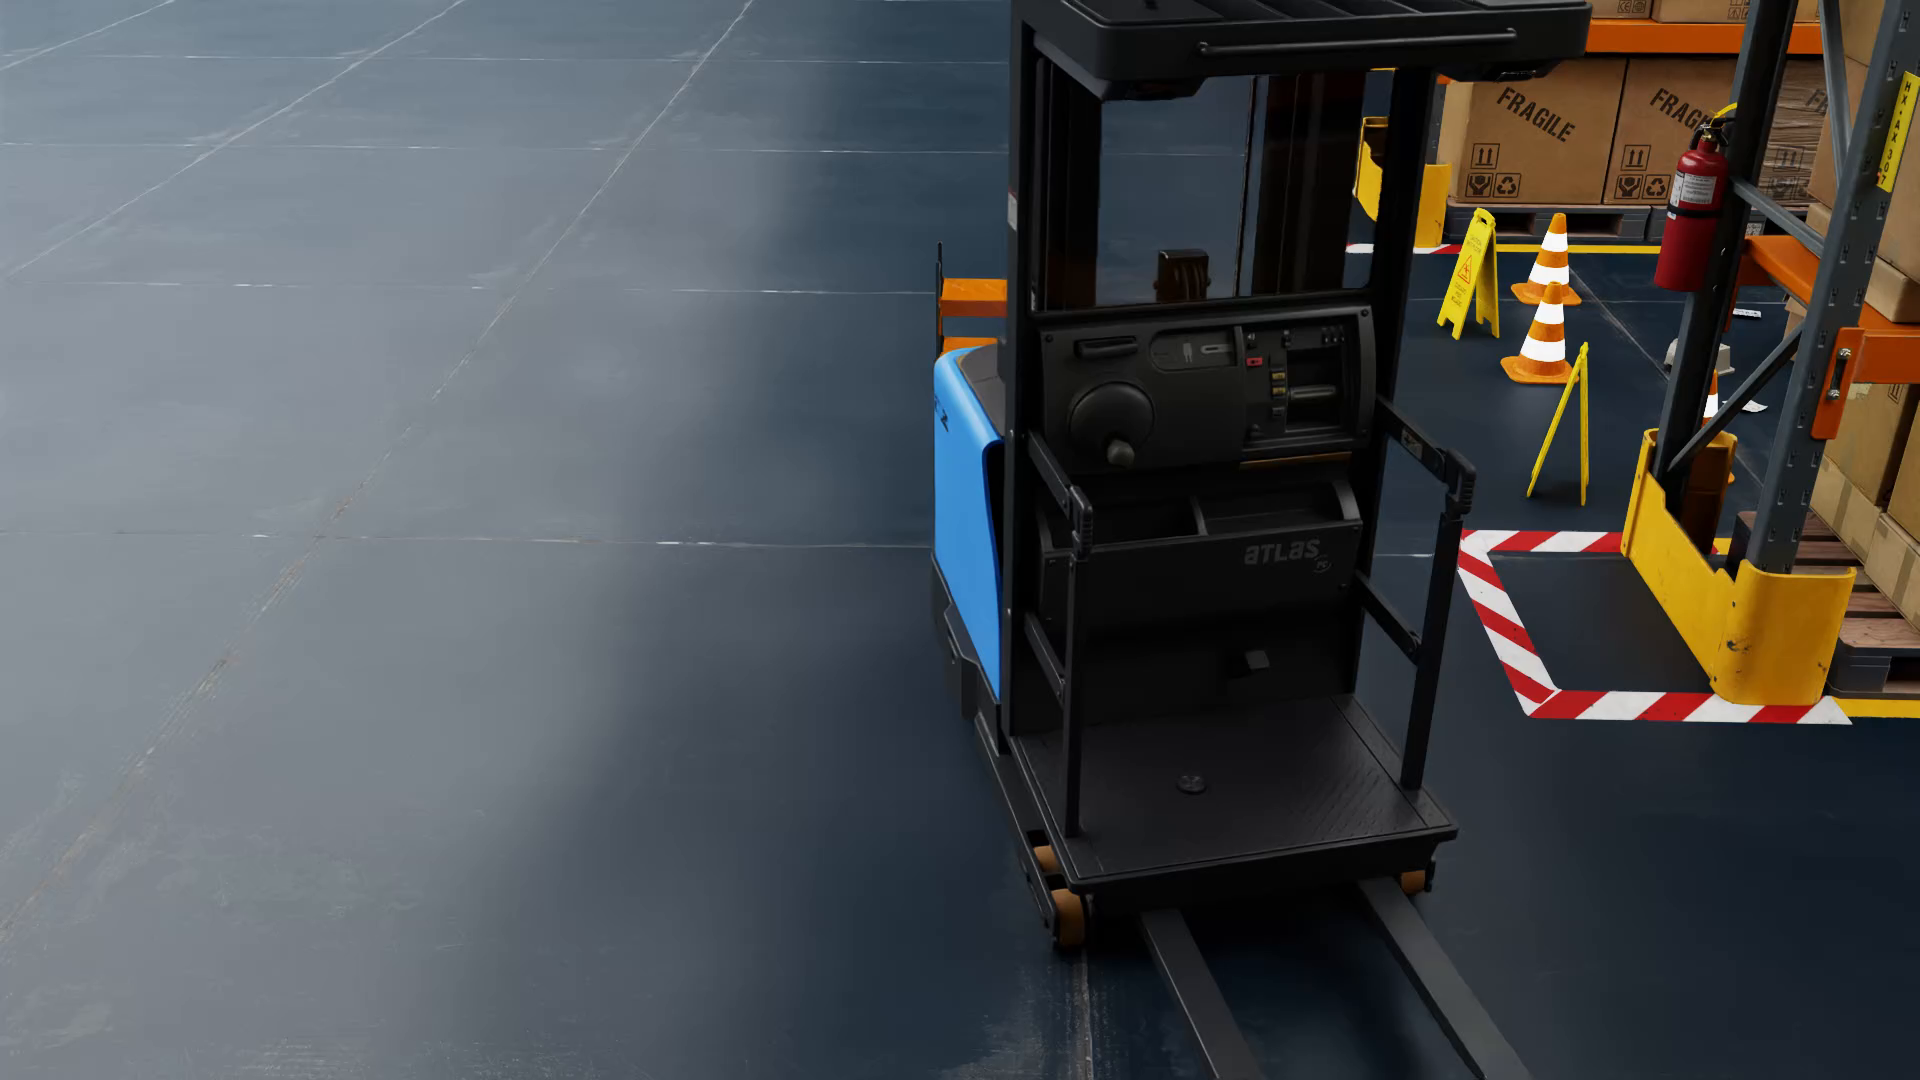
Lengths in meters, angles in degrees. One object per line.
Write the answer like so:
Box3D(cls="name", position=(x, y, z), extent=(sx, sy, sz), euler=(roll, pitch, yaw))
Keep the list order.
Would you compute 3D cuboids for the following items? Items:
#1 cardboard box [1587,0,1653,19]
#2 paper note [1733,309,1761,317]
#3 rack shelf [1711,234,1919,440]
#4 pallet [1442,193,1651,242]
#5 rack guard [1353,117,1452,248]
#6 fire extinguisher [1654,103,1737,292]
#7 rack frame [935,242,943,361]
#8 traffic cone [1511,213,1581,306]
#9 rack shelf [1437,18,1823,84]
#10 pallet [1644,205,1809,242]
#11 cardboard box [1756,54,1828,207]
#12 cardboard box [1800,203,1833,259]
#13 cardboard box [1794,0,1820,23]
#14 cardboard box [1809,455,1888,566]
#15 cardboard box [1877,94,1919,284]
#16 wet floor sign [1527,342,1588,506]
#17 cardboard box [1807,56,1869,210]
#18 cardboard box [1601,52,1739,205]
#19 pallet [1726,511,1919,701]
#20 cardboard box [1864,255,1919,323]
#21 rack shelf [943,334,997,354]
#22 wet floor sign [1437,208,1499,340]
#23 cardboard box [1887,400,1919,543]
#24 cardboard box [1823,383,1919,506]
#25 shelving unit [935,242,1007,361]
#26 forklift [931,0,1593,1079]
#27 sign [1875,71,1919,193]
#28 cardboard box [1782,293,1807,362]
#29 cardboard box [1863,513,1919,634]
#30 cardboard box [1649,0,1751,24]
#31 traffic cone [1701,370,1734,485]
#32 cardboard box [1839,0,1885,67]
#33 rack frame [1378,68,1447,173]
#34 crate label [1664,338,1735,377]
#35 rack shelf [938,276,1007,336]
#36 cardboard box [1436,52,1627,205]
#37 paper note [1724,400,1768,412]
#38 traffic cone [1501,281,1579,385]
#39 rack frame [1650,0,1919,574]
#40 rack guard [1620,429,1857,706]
Box3D(cls="cardboard box", position=(3.701, -3.441, 9.816), extent=(0.550, 0.550, 0.875), euler=(1, 28, 2))
Box3D(cls="paper note", position=(4.244, -1.226, 8.970), extent=(0.142, 0.017, 0.144), euler=(11, 30, 19))
Box3D(cls="rack shelf", position=(4.703, -0.689, 5.553), extent=(4.000, 0.370, 1.077), euler=(1, 28, 2))
Box3D(cls="pallet", position=(3.580, -2.150, 10.518), extent=(1.213, 0.211, 1.003), euler=(1, 28, 2))
Box3D(cls="rack guard", position=(2.754, -2.254, 10.407), extent=(0.348, 0.500, 1.175), euler=(1, 28, 2))
Box3D(cls="fire extinguisher", position=(2.606, -1.223, 5.876), extent=(0.183, 0.674, 0.296), euler=(1, 28, 2))
Box3D(cls="rack frame", position=(-0.078, -0.531, 6.410), extent=(0.015, 1.200, 0.240), euler=(1, 28, 2))
Box3D(cls="traffic cone", position=(3.259, -1.564, 9.145), extent=(0.334, 0.463, 0.336), euler=(1, 28, 2))
Box3D(cls="rack shelf", position=(4.777, -3.008, 9.927), extent=(4.000, 0.370, 1.077), euler=(1, 28, 2))
Box3D(cls="pallet", position=(4.796, -2.128, 10.478), extent=(1.213, 0.211, 1.003), euler=(1, 28, 2))
Box3D(cls="cardboard box", position=(5.249, -2.595, 10.202), extent=(0.875, 0.875, 0.875), euler=(1, 28, 2))
Box3D(cls="cardboard box", position=(3.086, -1.023, 5.683), extent=(0.250, 0.149, 0.380), euler=(2, 28, 4))
Box3D(cls="cardboard box", position=(4.788, -3.384, 9.708), extent=(0.500, 0.550, 0.875), euler=(1, 28, 2))
Box3D(cls="cardboard box", position=(3.546, -0.123, 6.204), extent=(0.500, 0.250, 0.500), euler=(1, 28, 2))
Box3D(cls="cardboard box", position=(3.168, -1.078, 5.094), extent=(0.500, 0.500, 0.500), euler=(1, 28, 1))
Box3D(cls="wet floor sign", position=(2.553, -0.504, 6.949), extent=(0.232, 0.644, 0.267), euler=(11, 30, 19))
Box3D(cls="cardboard box", position=(3.257, -1.335, 5.580), extent=(0.500, 0.500, 0.500), euler=(0, 28, 1))
Box3D(cls="cardboard box", position=(4.338, -2.611, 10.232), extent=(0.875, 0.875, 0.875), euler=(1, 28, 1))
Box3D(cls="pallet", position=(3.591, 0.223, 6.041), extent=(1.213, 0.211, 1.003), euler=(1, 28, 2))
Box3D(cls="cardboard box", position=(3.037, -0.826, 5.313), extent=(0.250, 0.149, 0.380), euler=(1, 28, 2))
Box3D(cls="rack shelf", position=(0.165, -0.666, 6.329), extent=(0.480, 0.148, 0.258), euler=(1, 28, 2))
Box3D(cls="wet floor sign", position=(2.680, -1.392, 8.625), extent=(0.232, 0.644, 0.267), euler=(-4, 28, -7))
Box3D(cls="cardboard box", position=(3.525, -0.199, 5.548), extent=(0.500, 0.500, 0.500), euler=(0, 28, 0))
Box3D(cls="cardboard box", position=(3.514, -0.451, 6.022), extent=(0.500, 0.500, 0.500), euler=(1, 28, 2))
Box3D(cls="shelving unit", position=(0.165, -0.527, 6.402), extent=(0.503, 1.200, 0.258), euler=(1, 28, 2))
Box3D(cls="forklift", position=(0.715, -0.367, 4.252), extent=(1.130, 2.935, 3.031), euler=(-6, 28, -11))
Box3D(cls="sign", position=(2.686, -1.168, 4.765), extent=(0.005, 0.325, 0.100), euler=(1, 28, 2))
Box3D(cls="cardboard box", position=(4.549, -1.093, 8.212), extent=(0.637, 0.503, 0.797), euler=(-20, 34, -33))
Box3D(cls="cardboard box", position=(3.501, 0.132, 5.723), extent=(0.500, 0.250, 0.500), euler=(1, 28, 1))
Box3D(cls="cardboard box", position=(4.256, -3.373, 9.688), extent=(0.550, 0.550, 0.875), euler=(1, 28, 2))
Box3D(cls="traffic cone", position=(3.180, -0.516, 7.167), extent=(0.334, 0.463, 0.336), euler=(1, 28, 2))
Box3D(cls="cardboard box", position=(3.223, -1.751, 5.297), extent=(0.500, 0.500, 0.700), euler=(0, 28, 1))
Box3D(cls="rack frame", position=(2.778, -3.359, 9.821), extent=(0.127, 3.000, 1.000), euler=(1, 28, 2))
Box3D(cls="crate label", position=(3.667, -0.913, 8.264), extent=(0.298, 0.136, 0.250), euler=(-14, 31, -24))
Box3D(cls="rack shelf", position=(0.165, -0.875, 6.218), extent=(0.480, 0.148, 0.258), euler=(1, 28, 2))
Box3D(cls="cardboard box", position=(3.458, -2.625, 10.258), extent=(0.875, 0.875, 0.875), euler=(1, 28, 2))
Box3D(cls="paper note", position=(3.720, -0.644, 7.871), extent=(0.142, 0.019, 0.148), euler=(-9, 29, -16))
Box3D(cls="traffic cone", position=(2.879, -1.041, 8.158), extent=(0.334, 0.463, 0.336), euler=(1, 28, 2))
Box3D(cls="rack frame", position=(2.705, -1.040, 5.447), extent=(0.127, 3.000, 1.000), euler=(1, 28, 2))
Box3D(cls="rack guard", position=(2.781, 0.066, 6.030), extent=(0.348, 0.500, 1.175), euler=(1, 28, 2))
